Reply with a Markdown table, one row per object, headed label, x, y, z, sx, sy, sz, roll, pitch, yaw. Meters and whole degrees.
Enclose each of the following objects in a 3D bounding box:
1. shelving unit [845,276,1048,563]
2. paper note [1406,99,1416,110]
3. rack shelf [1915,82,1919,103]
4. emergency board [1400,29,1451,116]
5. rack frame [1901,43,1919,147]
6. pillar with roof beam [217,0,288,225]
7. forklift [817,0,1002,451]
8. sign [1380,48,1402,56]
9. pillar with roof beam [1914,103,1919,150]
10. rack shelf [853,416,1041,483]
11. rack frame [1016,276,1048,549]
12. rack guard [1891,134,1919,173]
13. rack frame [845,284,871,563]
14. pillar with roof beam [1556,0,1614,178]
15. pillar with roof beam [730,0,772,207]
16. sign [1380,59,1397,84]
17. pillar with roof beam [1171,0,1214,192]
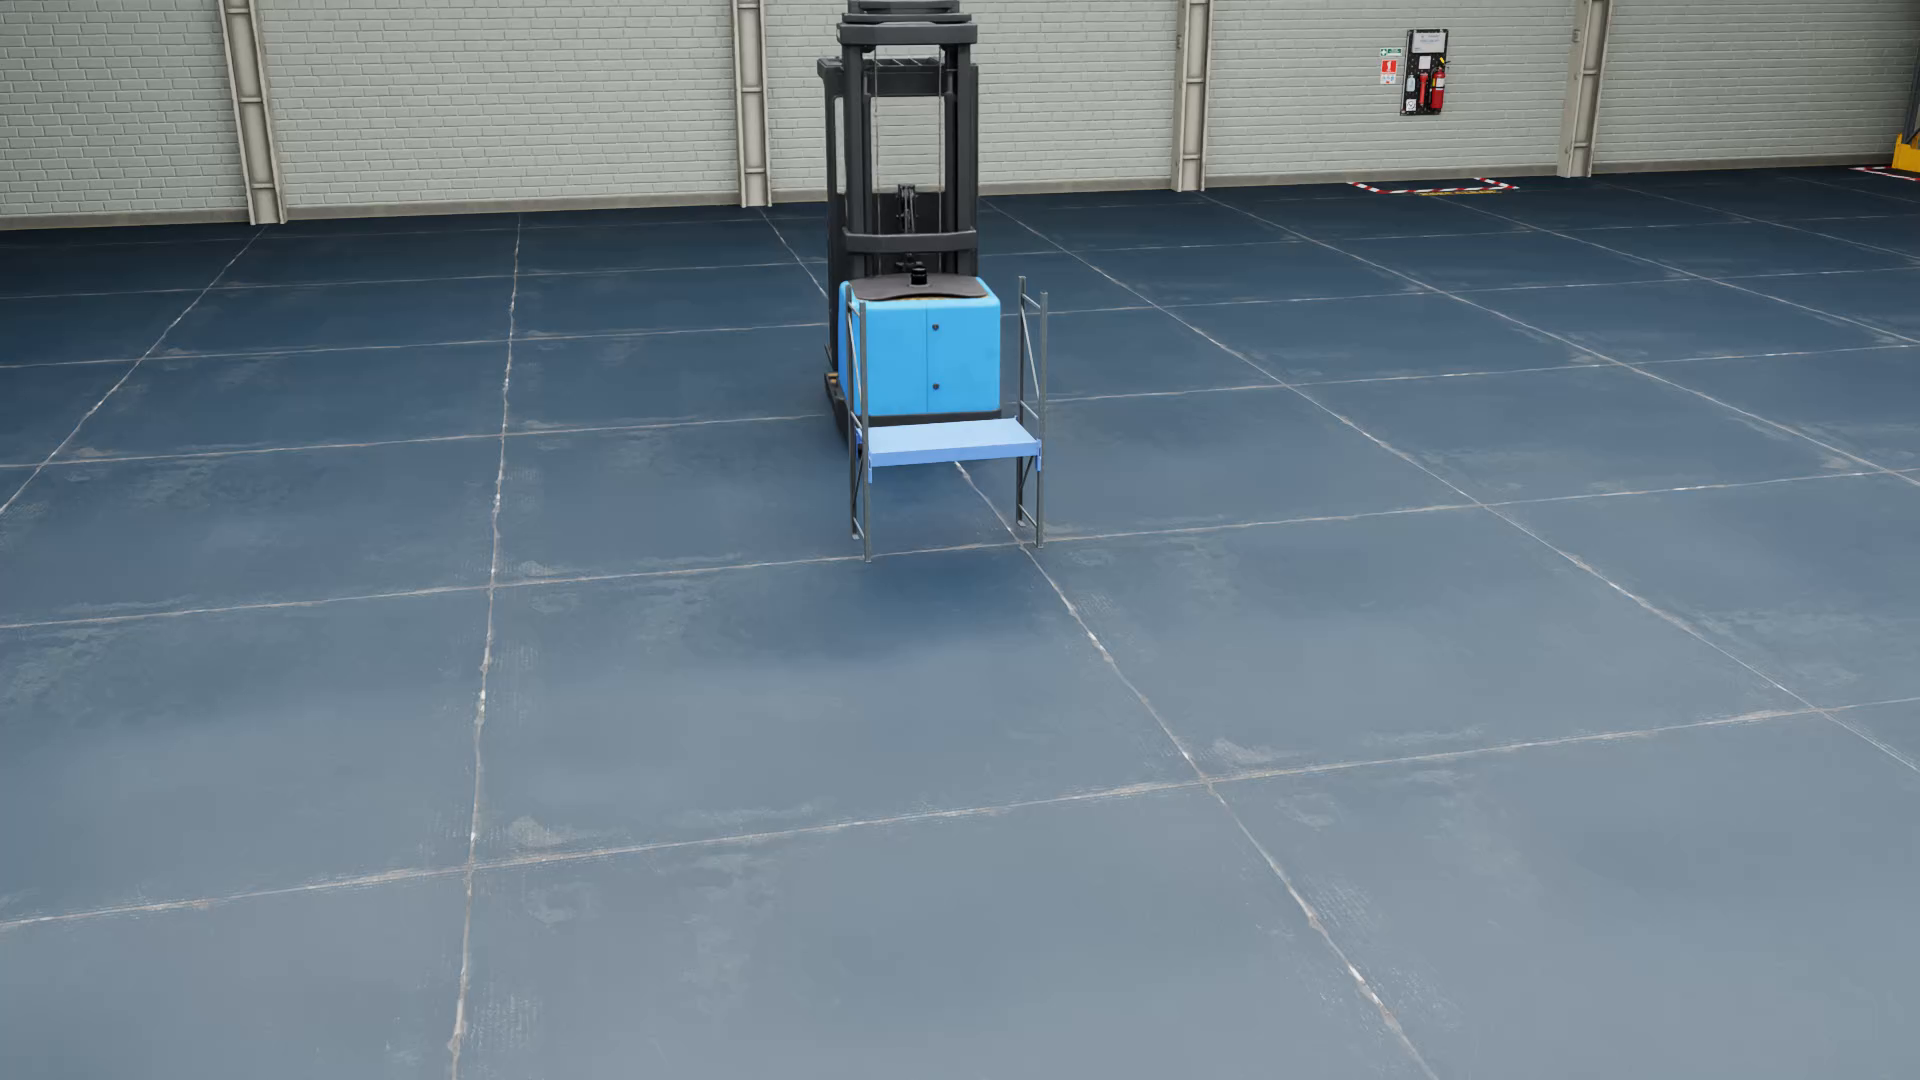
| label | x | y | z | sx | sy | sz | roll | pitch | yaw |
| --- | --- | --- | --- | --- | --- | --- | --- | --- | --- |
| shelving unit | -0.083 | -0.697 | 9.538 | 1.048 | 1.500 | 0.538 | -5 | 21 | -12 |
| paper note | 6.395 | -6.165 | 23.565 | 0.142 | 0.148 | 0.016 | -5 | 21 | -12 |
| rack shelf | 16.300 | -6.703 | 24.799 | 4.000 | 0.370 | 1.077 | -5 | 21 | -12 |
| emergency board | 6.583 | -6.570 | 23.389 | 0.643 | 1.169 | 0.194 | -5 | 21 | -12 |
| rack frame | 14.354 | -6.883 | 24.243 | 0.127 | 3.000 | 1.000 | -5 | 21 | -12 |
| pillar with roof beam | -7.530 | -6.704 | 15.033 | 0.400 | 9.000 | 9.100 | -5 | 21 | -12 |
| forklift | -0.448 | -2.448 | 12.236 | 1.130 | 2.935 | 3.031 | -3 | 20 | -8 |
| sign | 6.028 | -6.824 | 23.259 | 0.331 | 0.109 | 0.001 | -5 | 21 | -12 |
| pillar with roof beam | 15.826 | -8.604 | 20.219 | 0.400 | 9.000 | 9.100 | -5 | 21 | -12 |
| rack shelf | -0.083 | -0.529 | 9.600 | 1.000 | 0.185 | 0.538 | -5 | 21 | -12 |
| rack frame | 0.412 | -0.738 | 9.648 | 0.032 | 1.500 | 0.500 | -5 | 21 | -12 |
| rack guard | 14.428 | -5.715 | 24.689 | 0.348 | 0.500 | 1.175 | -5 | 21 | -12 |
| rack frame | -0.578 | -0.657 | 9.428 | 0.032 | 1.500 | 0.500 | -5 | 21 | -12 |
| pillar with roof beam | 9.987 | -8.129 | 18.923 | 0.400 | 9.000 | 9.100 | -5 | 21 | -12 |
| pillar with roof beam | -1.691 | -7.179 | 16.330 | 0.400 | 9.000 | 9.100 | -5 | 21 | -12 |
| sign | 6.021 | -6.578 | 23.358 | 0.234 | 0.329 | 0.001 | -5 | 21 | -12 |
| pillar with roof beam | 4.148 | -7.654 | 17.626 | 0.400 | 9.000 | 9.100 | -5 | 21 | -12 |
